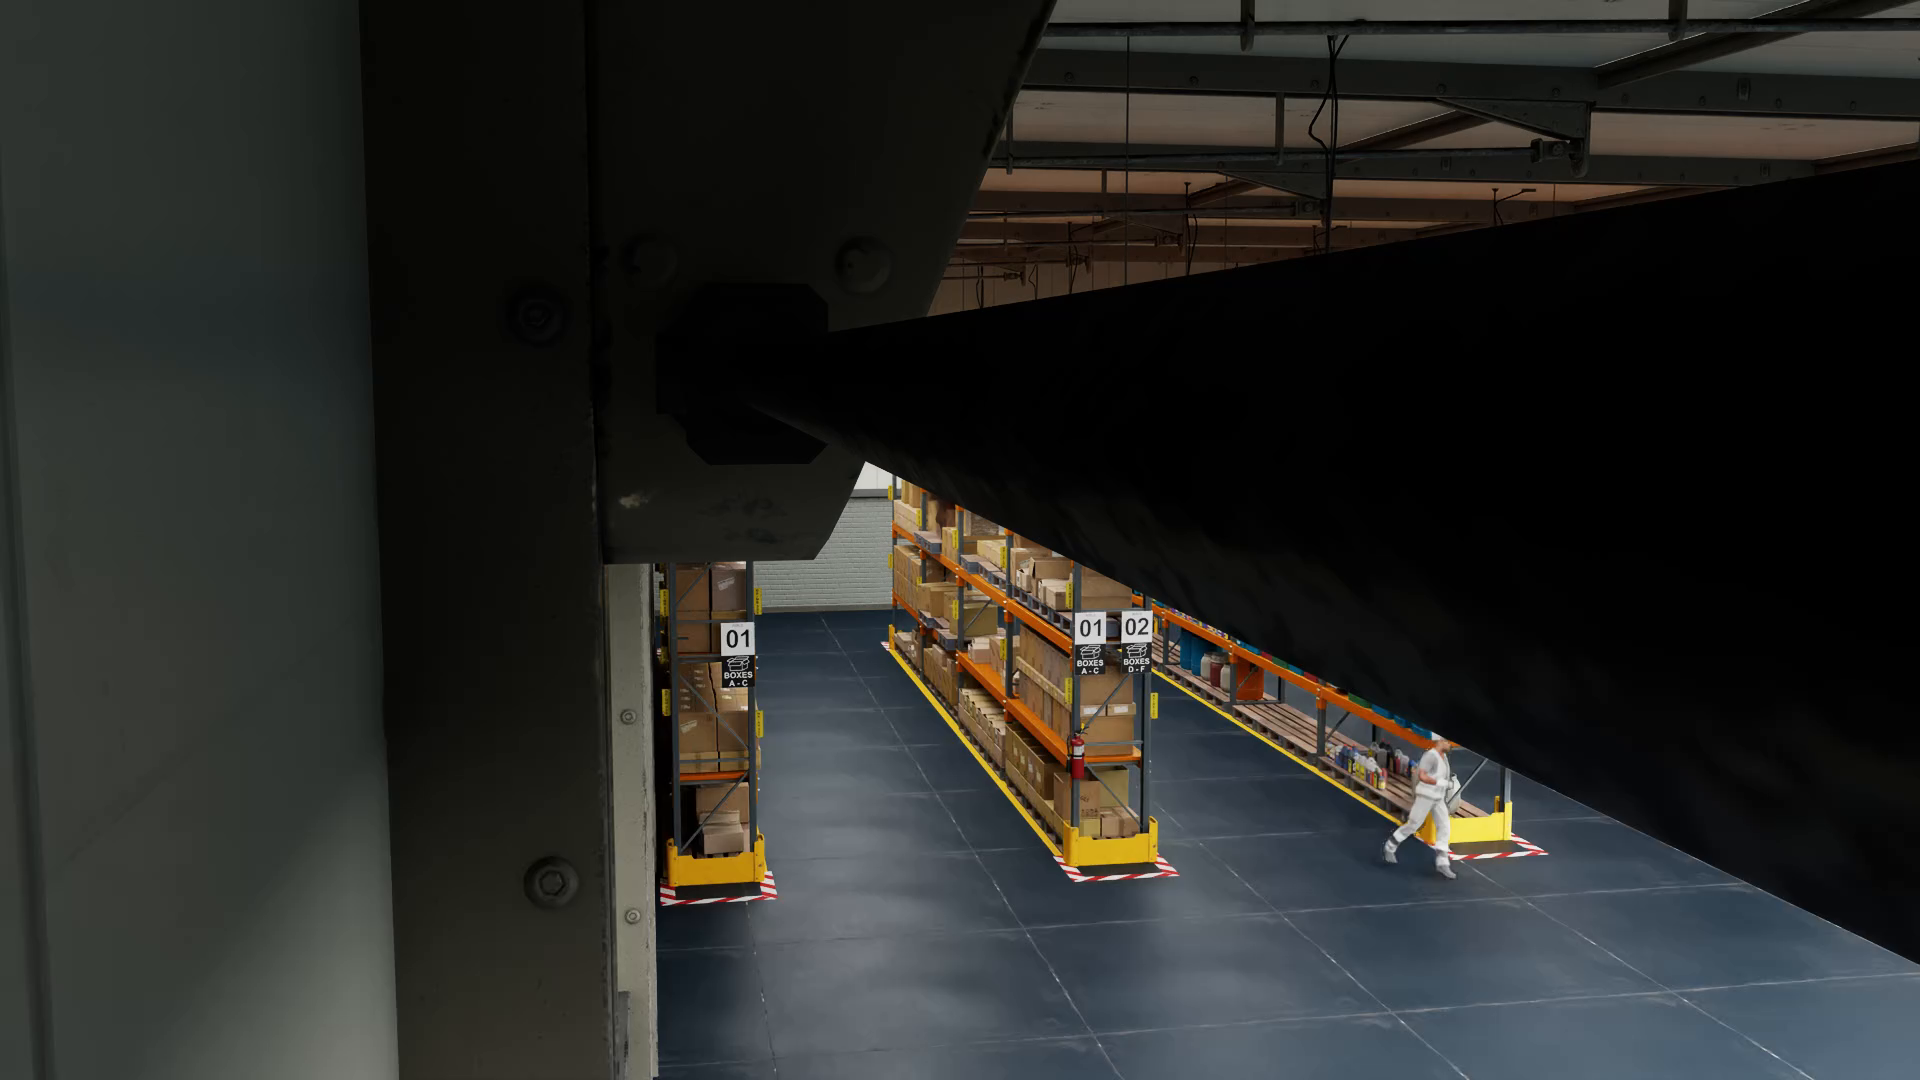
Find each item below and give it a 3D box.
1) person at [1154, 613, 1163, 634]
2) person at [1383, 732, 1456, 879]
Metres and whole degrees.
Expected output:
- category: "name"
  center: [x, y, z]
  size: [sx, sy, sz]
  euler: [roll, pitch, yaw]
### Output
- category: "person"
  center: [4.382, 1.357, 38.521]
  size: [0.872, 1.630, 0.627]
  euler: [0, 6, -4]
- category: "person"
  center: [5.854, 3.223, 20.718]
  size: [1.005, 1.742, 0.748]
  euler: [6, 8, 43]
